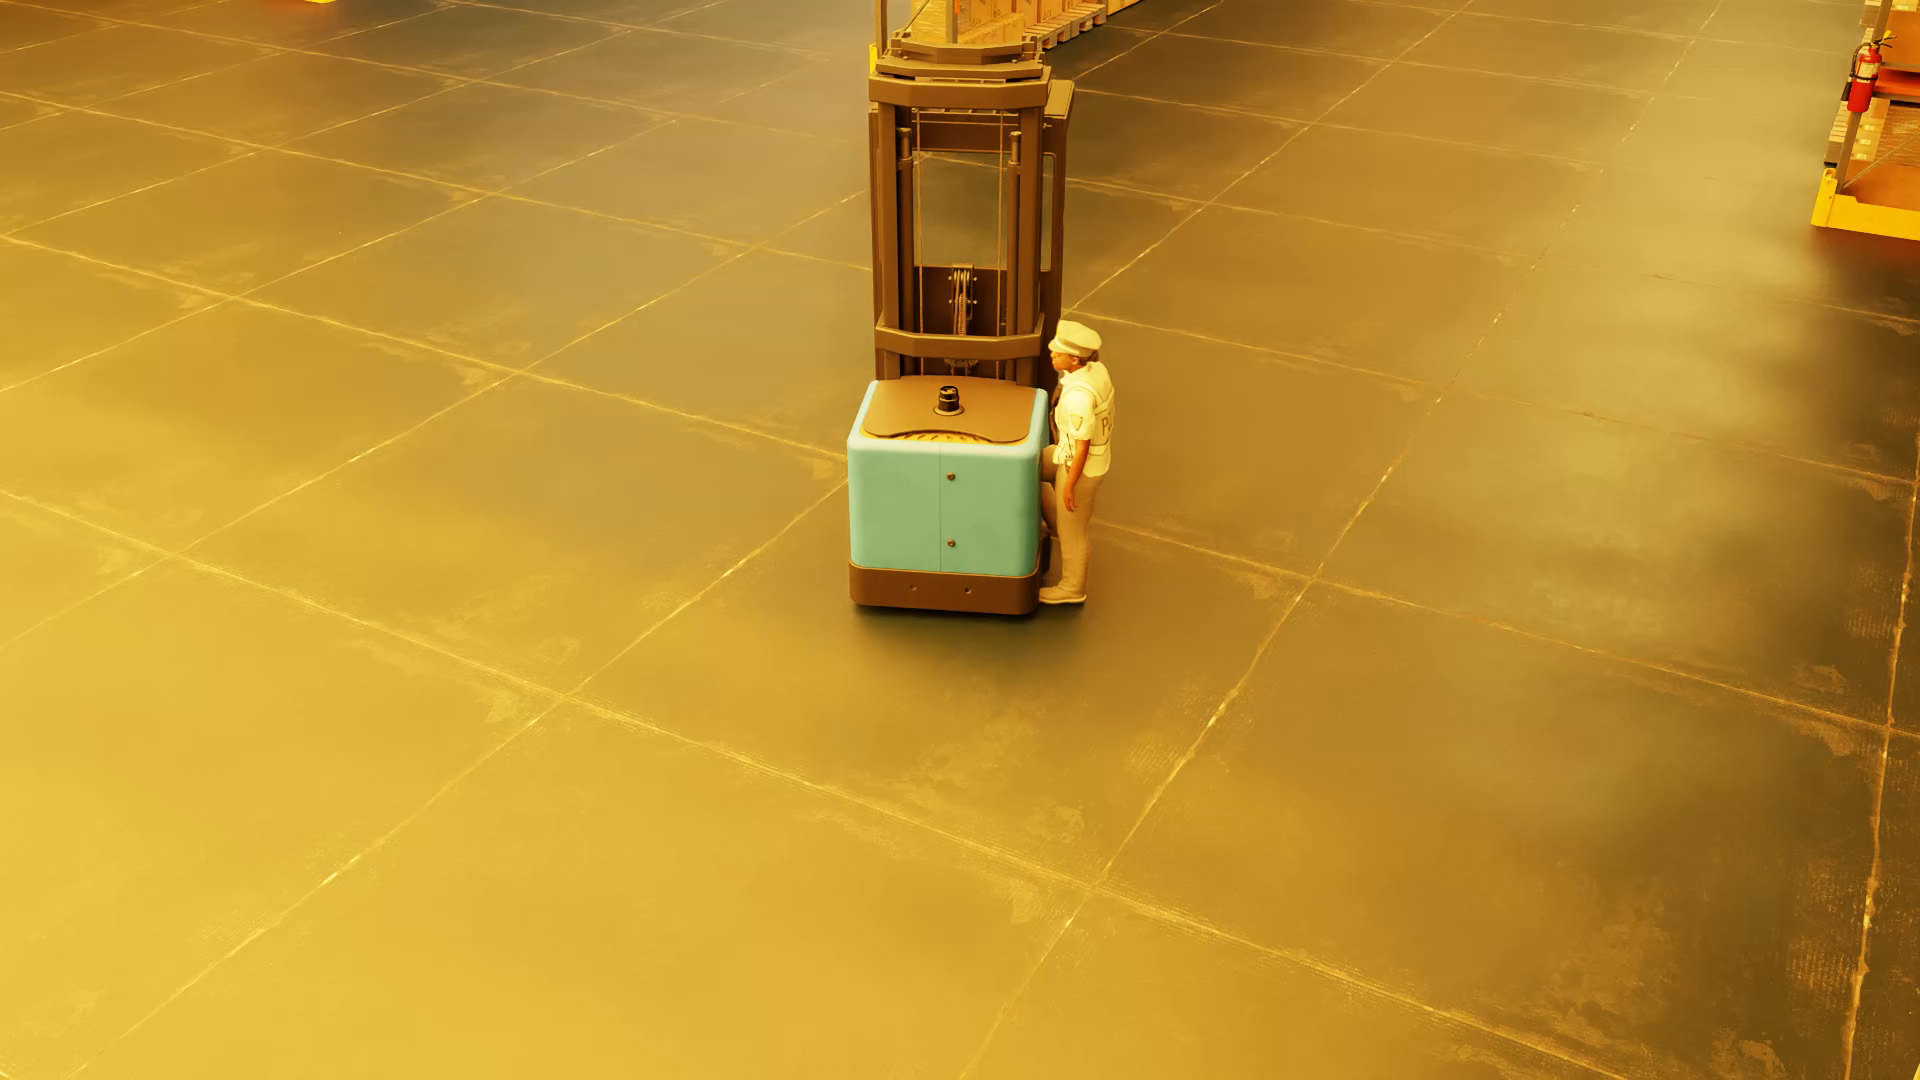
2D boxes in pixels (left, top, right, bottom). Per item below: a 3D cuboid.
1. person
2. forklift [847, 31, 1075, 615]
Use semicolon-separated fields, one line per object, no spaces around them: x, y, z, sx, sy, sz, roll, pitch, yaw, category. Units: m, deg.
0.535;-0.419;9.030;0.567;1.682;0.572;7;31;13;person
0.072;-1.572;9.794;1.130;2.935;3.031;3;30;6;forklift
